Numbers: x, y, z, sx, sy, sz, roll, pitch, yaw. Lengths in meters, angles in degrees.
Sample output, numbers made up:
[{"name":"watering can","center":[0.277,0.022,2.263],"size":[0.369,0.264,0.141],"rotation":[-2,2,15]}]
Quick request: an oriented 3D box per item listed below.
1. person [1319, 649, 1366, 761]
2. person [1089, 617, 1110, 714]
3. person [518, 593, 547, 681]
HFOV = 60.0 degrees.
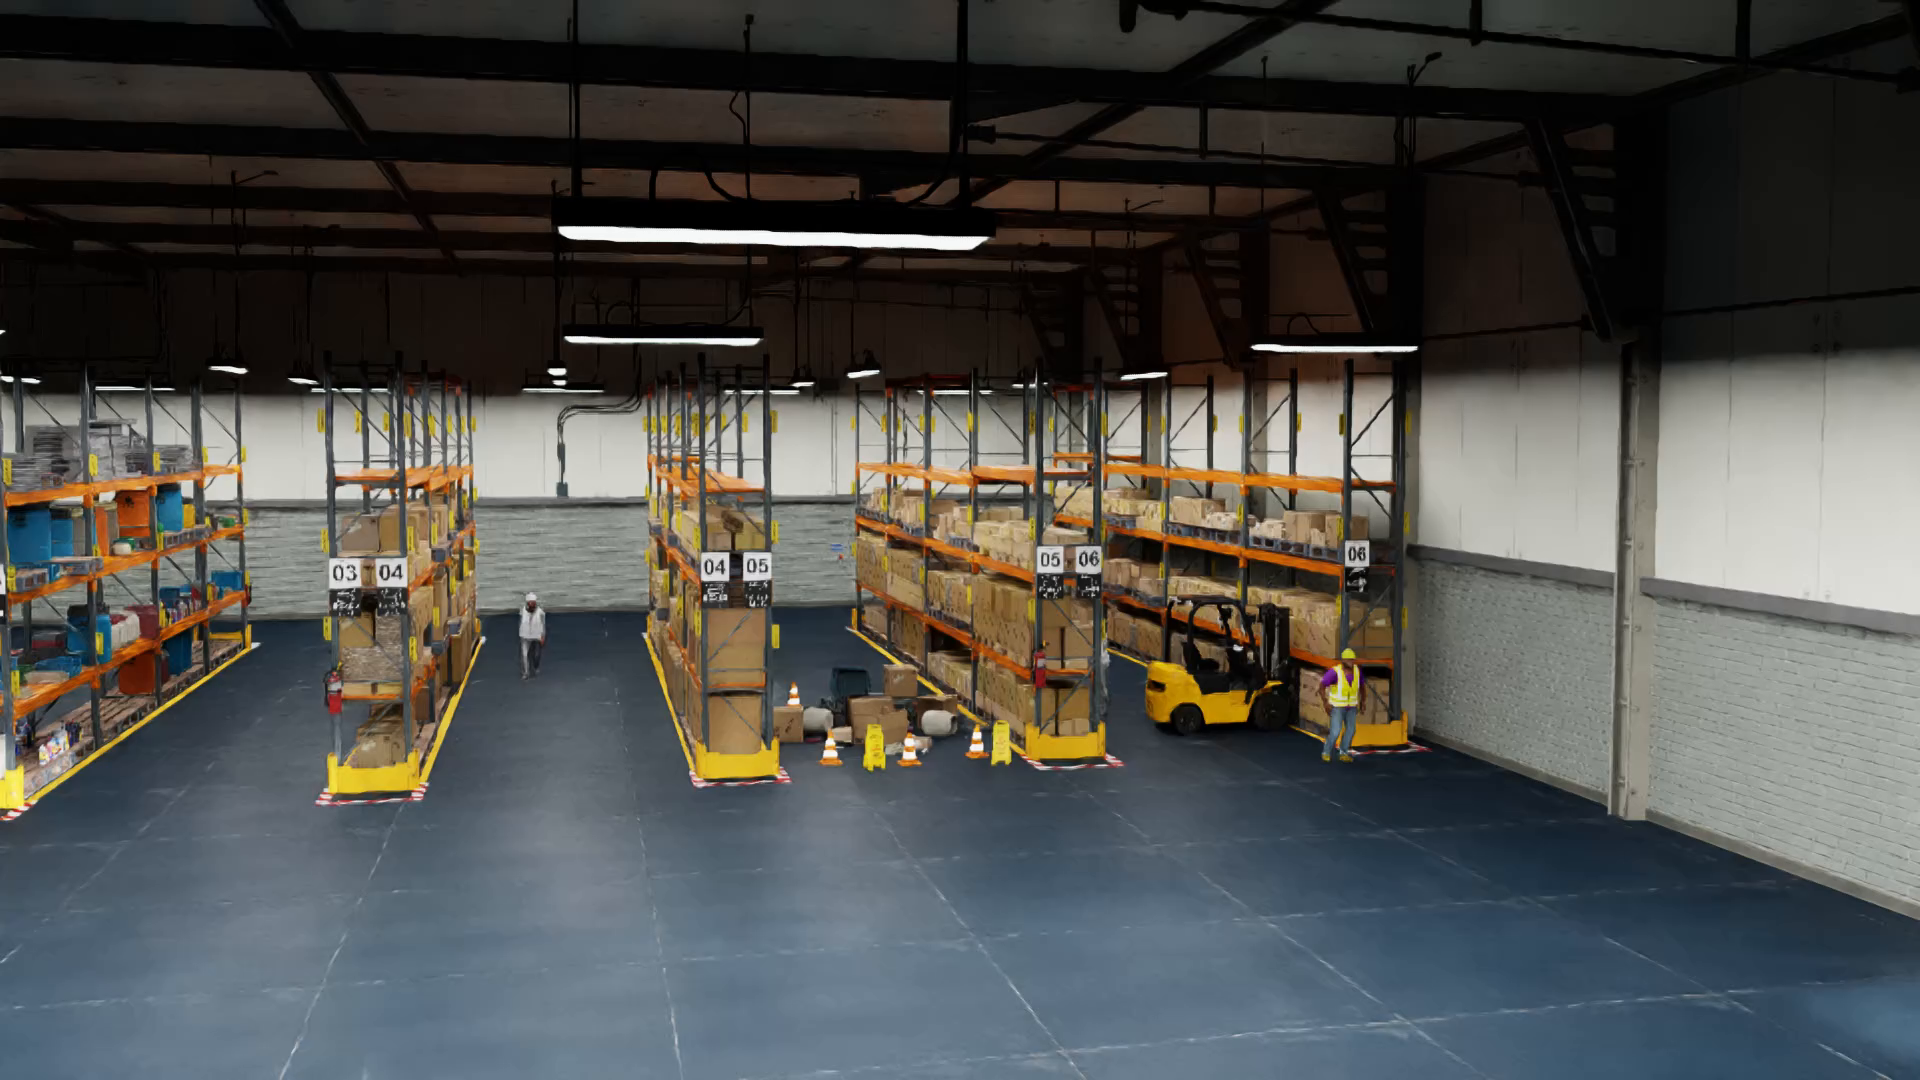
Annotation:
[{"name":"person","center":[5.664,2.444,24.578],"size":[0.719,1.714,0.578],"rotation":[-1,4,-14]},{"name":"person","center":[2.371,2.158,28.723],"size":[0.455,1.677,0.525],"rotation":[1,4,18]},{"name":"person","center":[-8.382,1.870,32.606],"size":[0.544,1.698,1.106],"rotation":[-1,4,-15]}]
